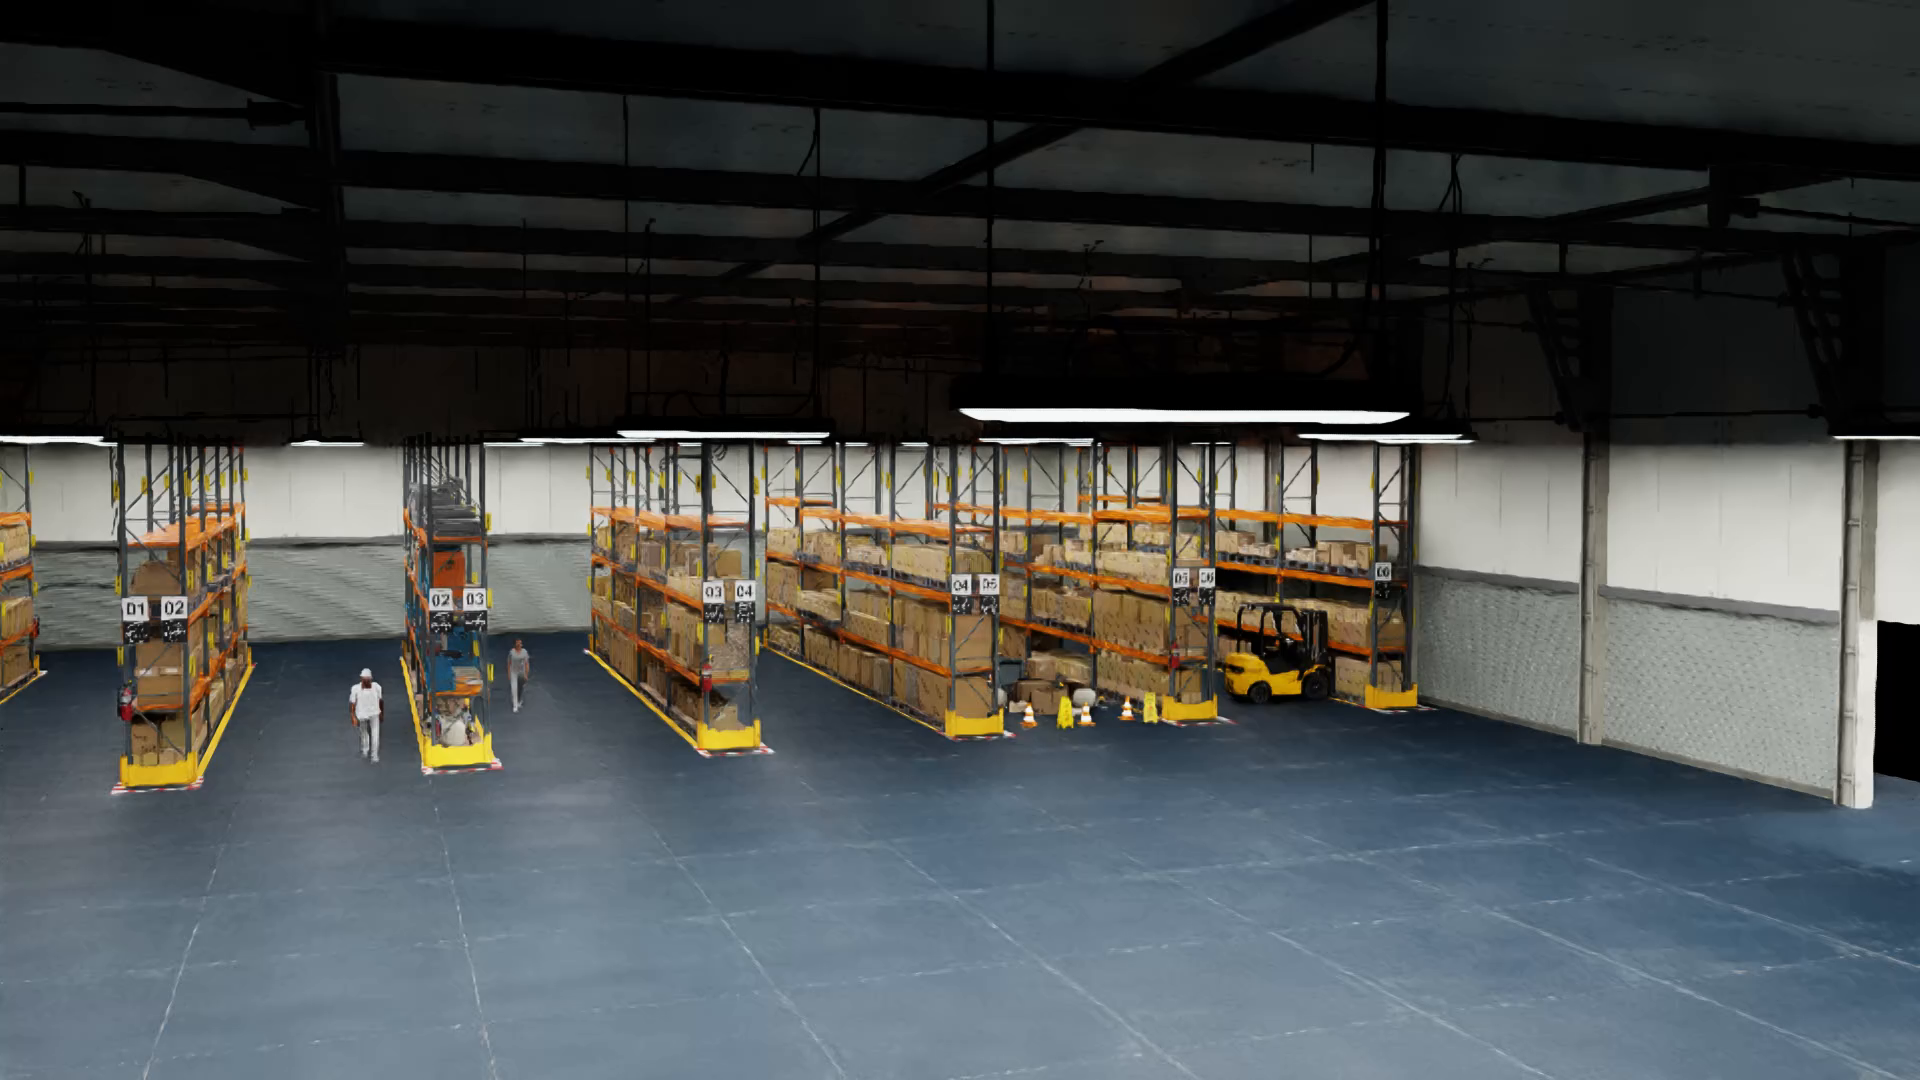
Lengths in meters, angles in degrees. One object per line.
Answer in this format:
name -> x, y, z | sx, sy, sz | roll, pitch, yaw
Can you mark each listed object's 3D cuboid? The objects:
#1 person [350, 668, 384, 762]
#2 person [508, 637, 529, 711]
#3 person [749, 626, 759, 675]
person -> -10.824, 3.179, 30.333 | 0.579, 1.688, 1.108 | -1, 3, -18
person -> -9.627, 2.899, 36.283 | 0.445, 1.591, 1.110 | -1, 3, -22
person -> -5.177, 2.651, 40.313 | 0.669, 1.685, 0.819 | -1, 3, -15
